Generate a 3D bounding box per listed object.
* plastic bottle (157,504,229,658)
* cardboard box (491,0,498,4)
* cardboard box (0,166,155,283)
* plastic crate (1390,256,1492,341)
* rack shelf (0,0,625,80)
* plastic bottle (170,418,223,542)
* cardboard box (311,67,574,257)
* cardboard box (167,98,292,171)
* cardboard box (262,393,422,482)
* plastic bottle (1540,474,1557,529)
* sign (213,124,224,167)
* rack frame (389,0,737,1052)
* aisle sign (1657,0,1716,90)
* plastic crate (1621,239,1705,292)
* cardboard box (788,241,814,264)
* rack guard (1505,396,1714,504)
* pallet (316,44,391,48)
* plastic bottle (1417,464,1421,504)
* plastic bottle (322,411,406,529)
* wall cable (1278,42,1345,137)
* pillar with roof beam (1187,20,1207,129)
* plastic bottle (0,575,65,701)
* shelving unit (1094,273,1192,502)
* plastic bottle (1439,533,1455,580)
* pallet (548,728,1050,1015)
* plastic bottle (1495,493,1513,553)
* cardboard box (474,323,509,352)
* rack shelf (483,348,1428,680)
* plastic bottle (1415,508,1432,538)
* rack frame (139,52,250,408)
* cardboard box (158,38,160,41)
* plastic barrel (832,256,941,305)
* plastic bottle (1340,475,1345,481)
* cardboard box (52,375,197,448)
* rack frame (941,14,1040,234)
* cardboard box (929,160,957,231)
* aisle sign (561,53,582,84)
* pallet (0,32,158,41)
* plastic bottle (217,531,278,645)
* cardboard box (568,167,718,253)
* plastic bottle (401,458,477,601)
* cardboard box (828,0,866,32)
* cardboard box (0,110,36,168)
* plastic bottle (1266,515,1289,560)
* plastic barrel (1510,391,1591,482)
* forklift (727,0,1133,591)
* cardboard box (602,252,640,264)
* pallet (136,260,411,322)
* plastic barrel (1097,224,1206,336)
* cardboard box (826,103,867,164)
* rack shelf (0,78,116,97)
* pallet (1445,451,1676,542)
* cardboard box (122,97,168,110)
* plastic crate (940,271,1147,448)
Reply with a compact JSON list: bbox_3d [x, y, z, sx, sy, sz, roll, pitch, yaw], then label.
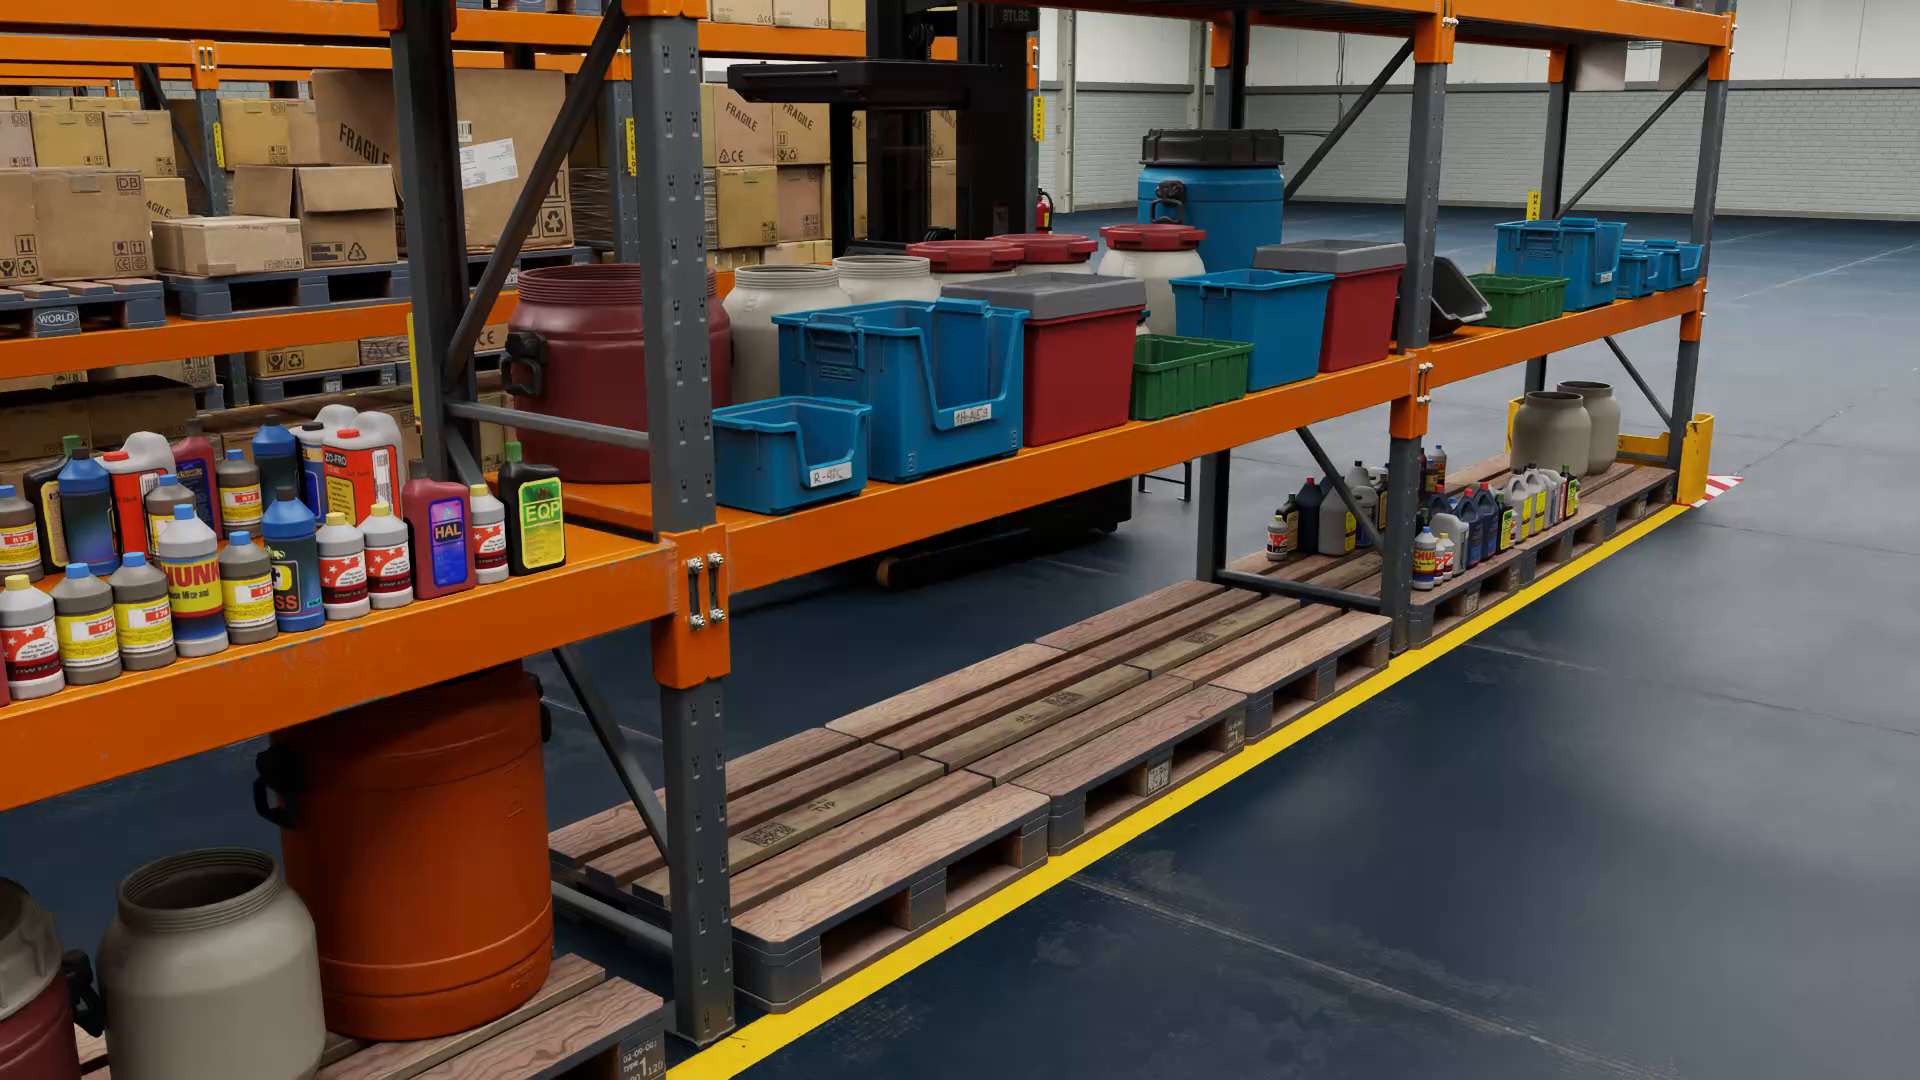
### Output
[{"bbox_3d":[-1.394,0.070,3.016,0.097,0.271,0.097,0,14,0],"label":"plastic bottle"},{"bbox_3d":[-4.335,-4.808,14.509,0.500,0.250,0.500,11,18,37],"label":"cardboard box"},{"bbox_3d":[-4.266,-1.524,7.975,0.500,0.500,0.700,-13,19,-41],"label":"cardboard box"},{"bbox_3d":[1.947,-1.090,7.449,0.767,0.338,0.504,11,18,38],"label":"plastic crate"},{"bbox_3d":[-3.590,-2.528,8.353,1.077,0.370,4.000,11,18,38],"label":"rack shelf"},{"bbox_3d":[-1.760,-0.129,3.774,0.061,0.283,0.133,11,18,38],"label":"plastic bottle"},{"bbox_3d":[-2.941,-2.170,9.502,1.000,1.000,1.000,11,18,38],"label":"cardboard box"},{"bbox_3d":[-5.869,-3.255,13.345,0.875,0.550,0.550,11,18,38],"label":"cardboard box"},{"bbox_3d":[-3.401,-0.498,9.175,0.700,0.500,0.500,9,17,33],"label":"cardboard box"},{"bbox_3d":[2.953,-0.209,8.491,0.152,0.276,0.135,11,18,36],"label":"plastic bottle"},{"bbox_3d":[-5.699,-3.034,12.783,0.100,0.325,0.005,11,18,38],"label":"sign"},{"bbox_3d":[-0.995,-0.274,4.109,1.000,3.000,0.127,11,18,38],"label":"rack frame"},{"bbox_3d":[4.310,-3.034,9.693,0.394,0.787,0.004,11,18,38],"label":"aisle sign"},{"bbox_3d":[3.952,-1.592,9.598,0.499,0.251,0.616,11,18,38],"label":"plastic crate"},{"bbox_3d":[-1.197,-1.922,11.108,0.380,0.149,0.250,11,18,38],"label":"cardboard box"},{"bbox_3d":[4.022,-0.573,10.361,1.175,0.500,0.348,11,18,38],"label":"rack guard"},{"bbox_3d":[-4.838,-4.392,14.407,1.003,0.211,1.213,11,18,38],"label":"pallet"},{"bbox_3d":[2.436,-0.332,8.986,0.097,0.271,0.097,0,14,0],"label":"plastic bottle"},{"bbox_3d":[-1.400,-0.157,3.902,0.152,0.276,0.135,11,18,38],"label":"plastic bottle"},{"bbox_3d":[9.207,-12.387,45.913,3.097,2.526,0.112,11,18,38],"label":"wall cable"},{"bbox_3d":[9.675,-12.866,41.493,9.100,9.000,0.400,11,18,38],"label":"pillar with roof beam"},{"bbox_3d":[-1.577,0.160,2.805,0.097,0.201,0.097,0,14,0],"label":"plastic bottle"},{"bbox_3d":[0.983,-0.935,9.758,0.755,1.500,0.431,-13,19,-41],"label":"shelving unit"},{"bbox_3d":[2.188,0.071,7.541,0.097,0.201,0.097,0,14,0],"label":"plastic bottle"},{"bbox_3d":[-0.478,0.935,5.012,1.003,0.211,1.213,11,18,38],"label":"pallet"},{"bbox_3d":[2.604,-0.088,8.002,0.061,0.283,0.133,12,19,40],"label":"plastic bottle"},{"bbox_3d":[-4.540,-2.224,15.248,0.875,0.875,0.875,11,18,37],"label":"cardboard box"},{"bbox_3d":[0.262,-0.308,5.705,1.077,0.370,4.000,11,18,38],"label":"rack shelf"},{"bbox_3d":[2.159,-0.012,7.702,0.061,0.283,0.133,11,18,38],"label":"plastic bottle"},{"bbox_3d":[-6.127,-2.593,13.239,1.000,3.000,0.127,11,18,38],"label":"rack frame"},{"bbox_3d":[-8.594,-5.198,17.102,0.500,0.250,0.500,11,18,38],"label":"cardboard box"},{"bbox_3d":[-0.249,-0.639,5.318,0.421,0.512,0.421,0,14,0],"label":"plastic barrel"},{"bbox_3d":[1.891,-0.179,8.358,0.061,0.283,0.133,13,19,41],"label":"plastic bottle"},{"bbox_3d":[-4.124,-0.642,8.217,0.500,0.250,0.500,-14,20,-43],"label":"cardboard box"},{"bbox_3d":[0.181,-2.572,13.157,1.000,3.000,0.127,11,18,38],"label":"rack frame"},{"bbox_3d":[-0.407,-2.550,12.260,0.875,0.500,0.500,11,18,38],"label":"cardboard box"},{"bbox_3d":[-3.802,-4.679,16.170,0.394,0.787,0.004,11,18,38],"label":"aisle sign"},{"bbox_3d":[-6.665,-3.771,12.172,0.805,0.209,1.217,10,18,35],"label":"pallet"},{"bbox_3d":[-1.332,0.085,3.098,0.097,0.201,0.097,0,14,0],"label":"plastic bottle"},{"bbox_3d":[-2.002,-2.076,10.394,0.875,0.500,0.500,11,18,38],"label":"cardboard box"},{"bbox_3d":[-1.062,-0.030,3.384,0.061,0.283,0.133,11,18,38],"label":"plastic bottle"},{"bbox_3d":[-0.877,-3.532,11.146,0.500,0.250,0.500,11,18,37],"label":"cardboard box"},{"bbox_3d":[-7.075,-2.835,11.956,0.700,0.500,0.500,11,18,38],"label":"cardboard box"},{"bbox_3d":[1.505,-0.015,7.878,0.097,0.201,0.097,0,14,0],"label":"plastic bottle"},{"bbox_3d":[3.364,-0.570,9.474,0.421,0.512,0.421,0,14,0],"label":"plastic barrel"},{"bbox_3d":[-0.460,-1.315,8.346,3.031,2.935,1.130,-13,19,-41],"label":"forklift"},{"bbox_3d":[-1.964,-1.679,10.151,0.380,0.149,0.250,11,18,38],"label":"cardboard box"},{"bbox_3d":[-3.635,-1.333,8.667,1.003,0.211,1.213,11,18,38],"label":"pallet"},{"bbox_3d":[0.747,-0.956,6.520,0.433,0.535,0.433,0,14,0],"label":"plastic barrel"},{"bbox_3d":[-0.919,-2.820,11.292,0.500,0.500,0.500,11,18,38],"label":"cardboard box"},{"bbox_3d":[-12.647,-5.596,20.426,1.077,0.370,4.000,11,18,38],"label":"rack shelf"},{"bbox_3d":[3.507,-0.278,9.788,1.003,0.211,1.213,11,18,38],"label":"pallet"},{"bbox_3d":[-8.664,-4.368,17.388,0.700,0.500,0.500,11,18,37],"label":"cardboard box"},{"bbox_3d":[0.259,-0.567,5.133,0.402,0.464,0.583,11,18,38],"label":"plastic crate"}]
